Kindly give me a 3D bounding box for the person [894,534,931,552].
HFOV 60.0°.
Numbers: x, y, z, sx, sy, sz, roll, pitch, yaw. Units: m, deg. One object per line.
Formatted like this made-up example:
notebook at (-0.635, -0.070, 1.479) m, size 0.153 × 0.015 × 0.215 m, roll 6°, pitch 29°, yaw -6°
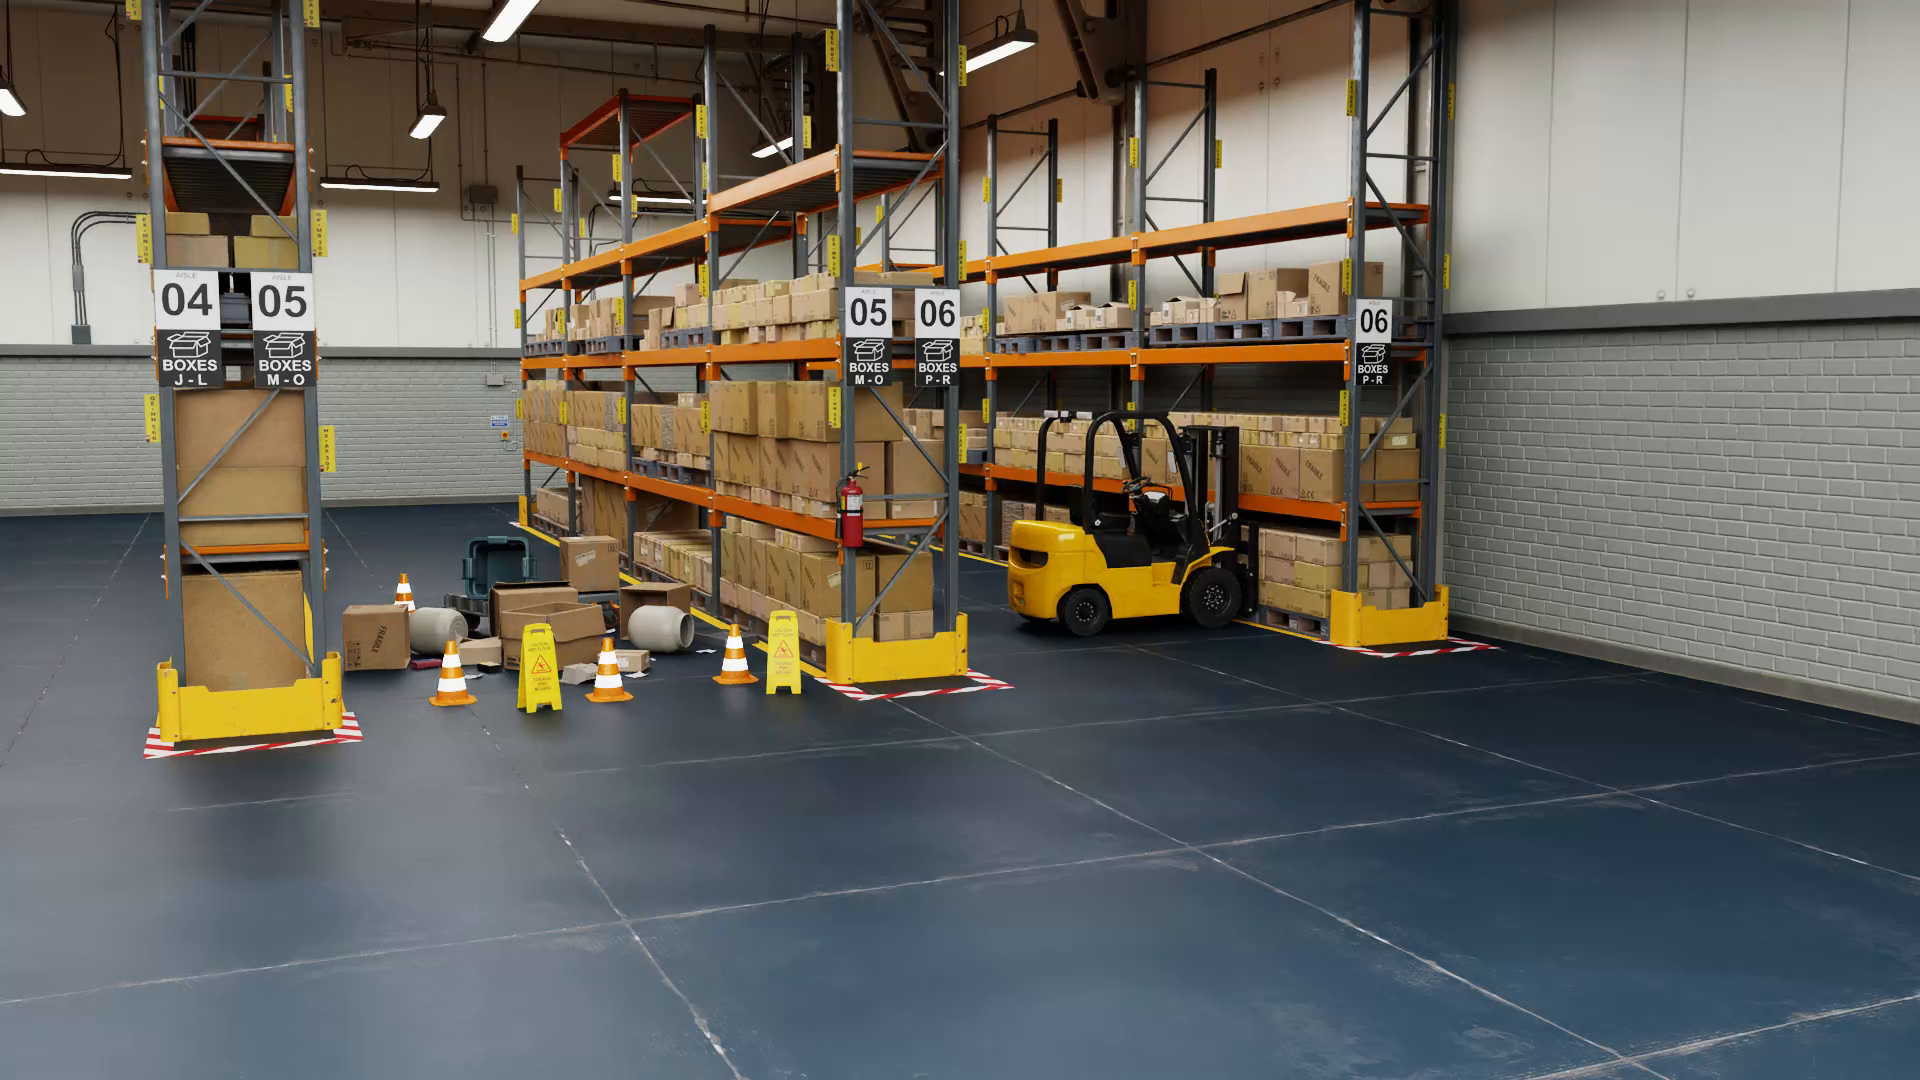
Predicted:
person at (-0.475, -0.165, 18.463) m, size 0.515 × 1.664 × 0.481 m, roll -5°, pitch 7°, yaw -40°
